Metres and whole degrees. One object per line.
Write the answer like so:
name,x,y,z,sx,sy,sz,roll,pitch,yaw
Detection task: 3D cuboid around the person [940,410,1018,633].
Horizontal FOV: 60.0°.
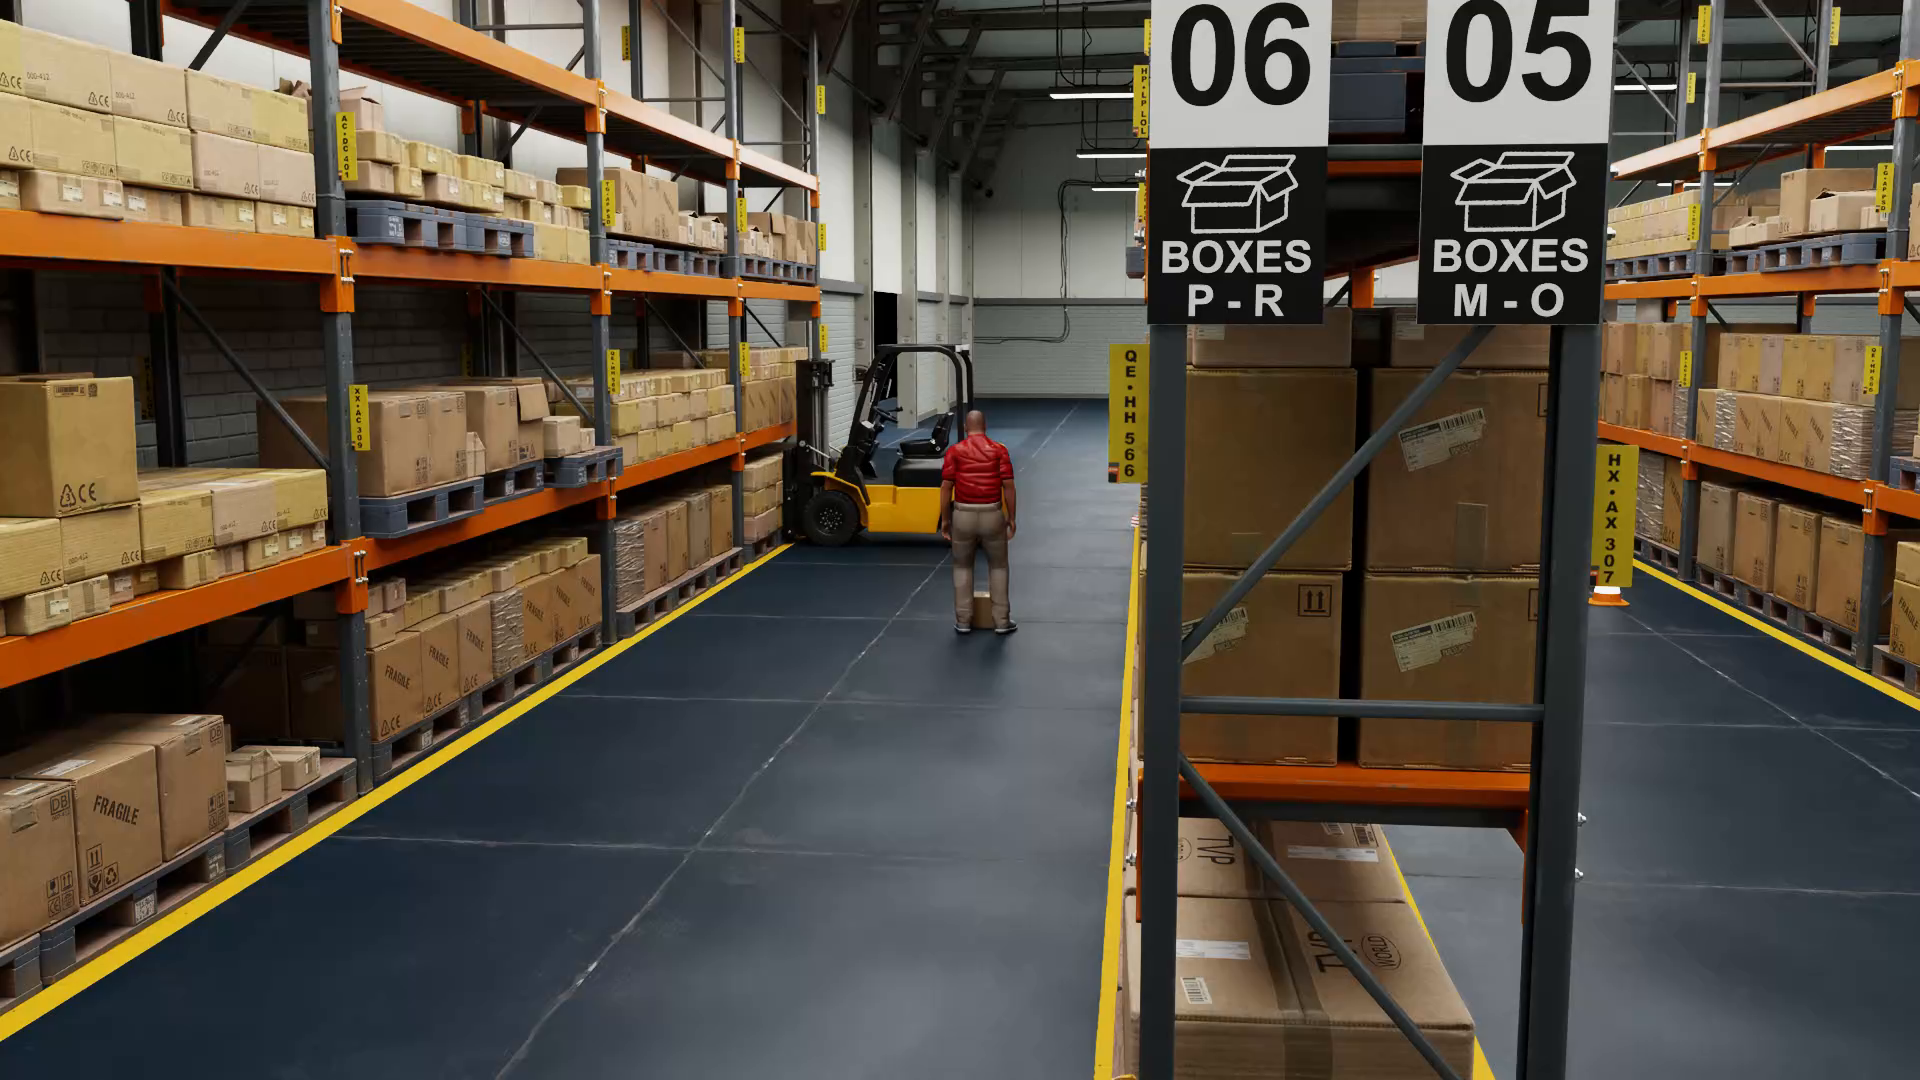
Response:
person,0.148,-0.142,12.918,0.603,1.726,0.394,0,8,3
